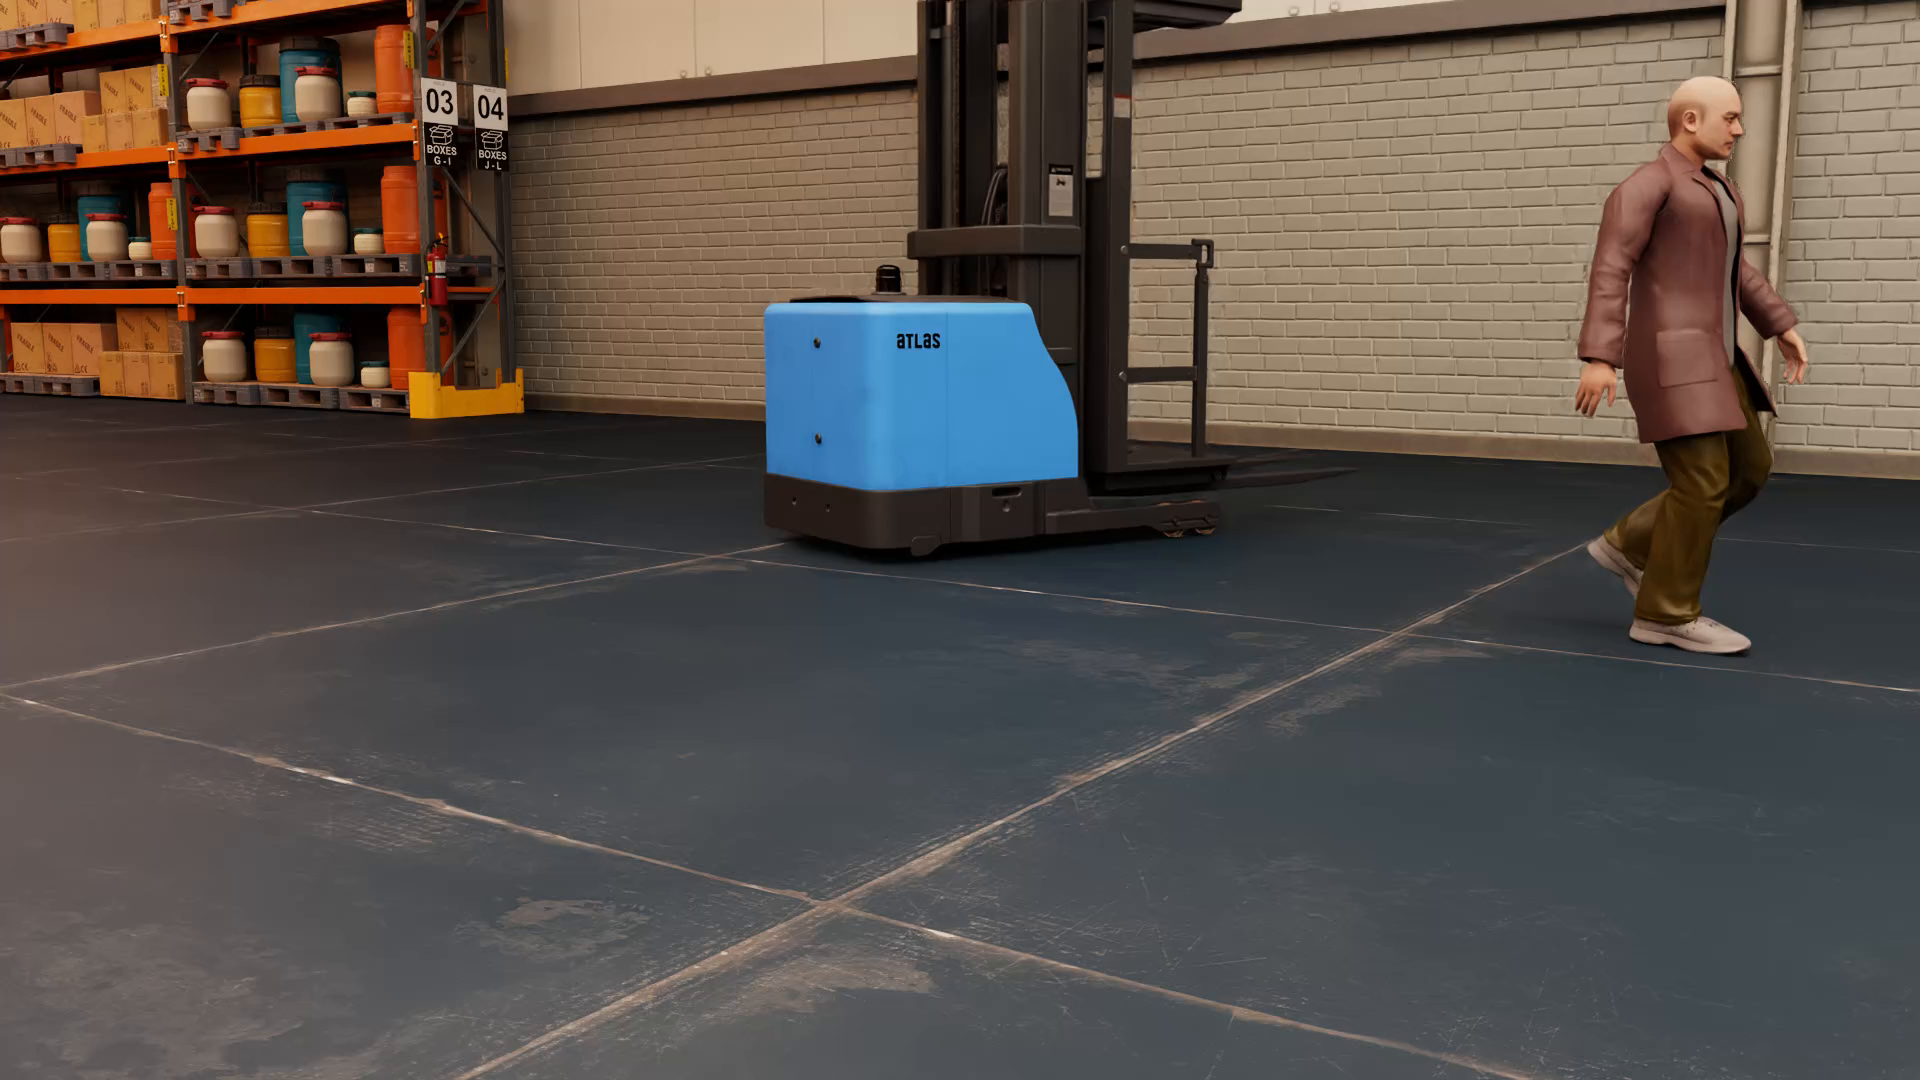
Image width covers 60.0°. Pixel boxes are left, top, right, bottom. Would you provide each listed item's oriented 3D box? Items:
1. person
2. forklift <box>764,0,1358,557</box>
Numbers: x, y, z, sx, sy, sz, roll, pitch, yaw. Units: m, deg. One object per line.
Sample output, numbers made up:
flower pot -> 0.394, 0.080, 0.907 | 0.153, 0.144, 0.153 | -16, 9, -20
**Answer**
person -> 2.259, -0.549, 5.231 | 0.597, 1.760, 0.826 | 7, 11, 42
forklift -> 0.615, -1.515, 7.849 | 3.031, 2.935, 1.130 | -5, 10, -33
